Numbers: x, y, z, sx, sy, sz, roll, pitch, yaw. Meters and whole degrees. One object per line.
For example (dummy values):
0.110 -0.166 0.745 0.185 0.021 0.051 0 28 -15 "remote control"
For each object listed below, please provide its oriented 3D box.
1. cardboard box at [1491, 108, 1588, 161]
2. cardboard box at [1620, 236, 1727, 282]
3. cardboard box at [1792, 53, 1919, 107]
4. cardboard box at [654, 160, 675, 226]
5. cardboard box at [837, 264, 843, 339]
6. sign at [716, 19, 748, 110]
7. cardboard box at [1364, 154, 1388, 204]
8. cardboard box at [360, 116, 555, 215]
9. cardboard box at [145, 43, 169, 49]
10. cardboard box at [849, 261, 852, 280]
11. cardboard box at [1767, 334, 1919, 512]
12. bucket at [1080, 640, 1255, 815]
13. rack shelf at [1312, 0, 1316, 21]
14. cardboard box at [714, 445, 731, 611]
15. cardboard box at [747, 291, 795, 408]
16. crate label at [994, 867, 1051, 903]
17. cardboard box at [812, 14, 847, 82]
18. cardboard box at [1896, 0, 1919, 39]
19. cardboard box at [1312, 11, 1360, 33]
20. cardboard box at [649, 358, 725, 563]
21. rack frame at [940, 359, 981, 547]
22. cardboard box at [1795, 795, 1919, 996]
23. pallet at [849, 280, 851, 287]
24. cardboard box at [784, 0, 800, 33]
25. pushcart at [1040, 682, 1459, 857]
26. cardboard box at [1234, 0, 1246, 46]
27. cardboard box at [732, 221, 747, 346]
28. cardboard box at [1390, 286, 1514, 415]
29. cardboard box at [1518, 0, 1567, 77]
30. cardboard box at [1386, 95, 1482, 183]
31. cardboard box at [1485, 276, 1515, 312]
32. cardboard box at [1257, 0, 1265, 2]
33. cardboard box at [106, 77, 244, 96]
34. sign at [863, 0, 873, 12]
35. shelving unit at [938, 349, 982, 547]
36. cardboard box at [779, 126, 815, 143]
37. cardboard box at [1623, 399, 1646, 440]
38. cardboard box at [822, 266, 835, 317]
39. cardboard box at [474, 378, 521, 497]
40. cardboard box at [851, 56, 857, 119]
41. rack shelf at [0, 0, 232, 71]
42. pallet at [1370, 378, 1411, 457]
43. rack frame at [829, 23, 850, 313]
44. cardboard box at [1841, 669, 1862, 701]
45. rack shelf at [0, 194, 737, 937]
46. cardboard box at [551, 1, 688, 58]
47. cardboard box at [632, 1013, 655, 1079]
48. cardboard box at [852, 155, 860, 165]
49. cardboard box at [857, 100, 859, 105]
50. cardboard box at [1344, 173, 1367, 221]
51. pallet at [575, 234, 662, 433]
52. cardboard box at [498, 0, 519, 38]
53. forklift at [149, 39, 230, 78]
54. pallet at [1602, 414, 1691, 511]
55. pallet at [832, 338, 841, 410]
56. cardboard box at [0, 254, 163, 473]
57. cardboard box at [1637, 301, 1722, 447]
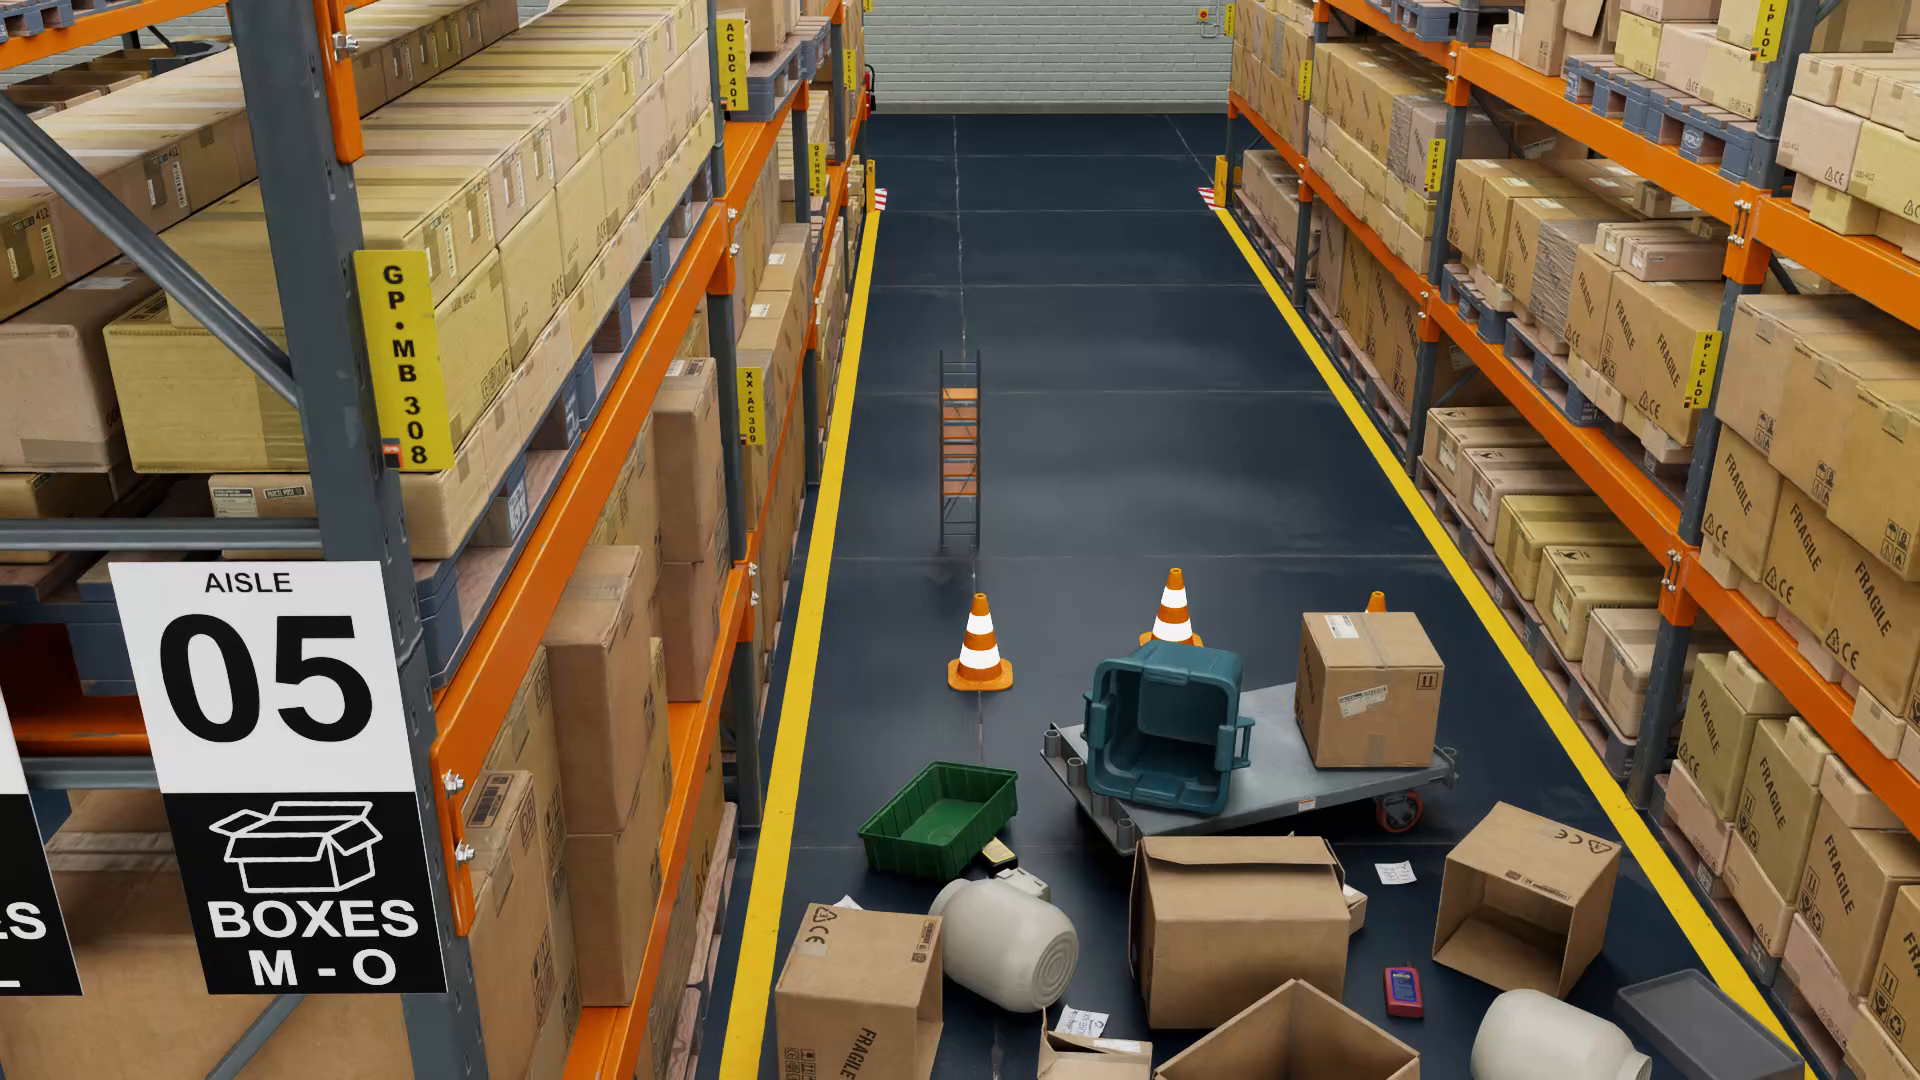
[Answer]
3.754 -2.518 10.842 0.500 0.500 0.500 -1 24 -2 "cardboard box"
3.307 -1.305 7.717 0.380 0.149 0.250 -1 24 -2 "cardboard box"
3.236 -1.648 5.952 0.380 0.149 0.250 -1 24 -1 "cardboard box"
-1.055 -1.022 4.904 0.380 0.149 0.250 0 24 0 "cardboard box"
-1.212 -1.934 13.410 0.500 0.500 0.500 -1 24 -2 "cardboard box"
-0.835 -1.742 6.097 0.100 0.325 0.005 0 24 -1 "sign"
3.221 -2.592 11.917 0.500 0.250 0.500 -1 24 -2 "cardboard box"
-1.038 -0.756 3.348 0.380 0.149 0.250 0 24 0 "cardboard box"
-6.710 -4.013 14.394 0.500 0.500 0.500 0 24 1 "cardboard box"
-1.160 -2.441 14.956 0.380 0.149 0.250 -1 24 -3 "cardboard box"
3.331 -0.408 5.816 0.700 0.500 0.500 0 24 0 "cardboard box"
0.917 0.744 7.092 0.726 0.611 0.620 8 16 18 "bucket"
3.450 -5.324 15.614 1.077 0.370 4.000 0 24 -1 "rack shelf"
-1.374 -0.017 6.465 0.875 0.550 0.550 0 24 -1 "cardboard box"
-1.141 -0.987 8.671 0.500 0.500 0.500 0 24 0 "cardboard box"
0.220 1.472 6.828 0.298 0.136 0.250 -19 31 -36 "crate label"
-1.238 -4.220 14.246 0.500 0.500 0.500 0 24 1 "cardboard box"
3.938 -2.329 7.186 0.500 0.250 0.500 -1 24 -2 "cardboard box"
3.256 -4.492 14.420 0.380 0.149 0.250 0 24 1 "cardboard box"
-1.298 -0.282 5.742 0.875 0.550 0.550 0 24 -1 "cardboard box"
0.001 -0.503 9.906 0.240 1.200 0.006 0 24 -1 "rack frame"
3.317 1.234 5.798 0.500 0.500 0.500 1 24 2 "cardboard box"
-1.520 -2.403 15.306 1.003 0.211 1.213 0 24 -1 "pallet"
-1.122 -2.882 8.820 0.500 0.311 0.500 0 24 -1 "cardboard box"
1.280 1.062 7.445 1.648 0.377 0.936 -9 26 -19 "pushcart"
3.148 -5.411 17.239 0.500 0.500 0.500 -1 24 -2 "cardboard box"
-1.414 -1.226 7.986 0.700 0.500 0.500 0 24 0 "cardboard box"
3.591 -1.321 11.599 0.875 0.875 0.875 0 24 -1 "cardboard box"
3.516 -2.834 9.115 0.700 0.500 0.500 0 24 -1 "cardboard box"
3.234 -2.737 11.326 0.500 0.500 0.500 0 24 0 "cardboard box"
3.242 -1.411 9.526 0.380 0.149 0.250 0 24 0 "cardboard box"
3.138 -5.434 16.504 0.380 0.149 0.250 -1 24 -2 "cardboard box"
-1.703 -0.966 3.811 0.380 0.149 0.250 -1 24 -1 "cardboard box"
-0.966 -5.711 17.448 0.100 0.325 0.005 0 24 -1 "sign"
0.000 -0.541 9.990 0.258 1.200 0.189 0 24 -1 "shelving unit"
-1.260 -2.932 12.166 0.380 0.149 0.250 -1 24 -1 "cardboard box"
3.292 -0.560 7.645 0.380 0.149 0.250 -1 24 -2 "cardboard box"
-1.197 -1.841 12.294 0.500 0.250 0.500 0 24 0 "cardboard box"
-1.033 -0.189 3.061 0.380 0.149 0.250 0 24 0 "cardboard box"
-1.213 -4.195 15.402 0.500 0.500 0.500 -1 24 -2 "cardboard box"
-6.416 -3.631 11.871 1.077 0.370 4.000 0 24 -1 "rack shelf"
3.582 -0.867 11.911 1.003 0.211 1.213 0 24 -1 "pallet"
-1.477 -3.397 14.120 1.000 3.000 0.127 0 24 -1 "rack frame"
3.332 0.507 5.795 0.380 0.149 0.250 0 24 -1 "cardboard box"
-1.368 -0.315 4.539 1.077 0.370 4.000 0 24 -1 "rack shelf"
-1.062 -1.596 5.205 0.380 0.149 0.250 0 24 -1 "cardboard box"
-1.431 1.683 4.957 0.875 0.875 0.875 -1 24 -1 "cardboard box"
-1.262 -3.991 17.663 0.380 0.149 0.250 0 24 0 "cardboard box"
-1.225 -4.486 16.835 0.380 0.149 0.250 0 24 1 "cardboard box"
3.205 -2.579 12.495 0.500 0.250 0.500 -1 24 -1 "cardboard box"
-1.381 -0.588 4.377 1.003 0.211 1.213 0 24 -1 "pallet"
-1.726 -1.801 5.659 0.380 0.149 0.250 0 24 0 "cardboard box"
-4.643 -1.283 9.530 3.031 2.935 1.130 -6 25 -13 "forklift"
3.696 -0.392 7.710 1.003 0.211 1.213 0 24 -1 "pallet"
-1.451 -1.301 12.871 1.003 0.211 1.213 0 24 -1 "pallet"
-1.631 -0.323 2.875 0.500 0.250 0.500 0 24 0 "cardboard box"
3.324 -0.726 7.223 0.500 0.500 0.500 -1 24 -2 "cardboard box"
